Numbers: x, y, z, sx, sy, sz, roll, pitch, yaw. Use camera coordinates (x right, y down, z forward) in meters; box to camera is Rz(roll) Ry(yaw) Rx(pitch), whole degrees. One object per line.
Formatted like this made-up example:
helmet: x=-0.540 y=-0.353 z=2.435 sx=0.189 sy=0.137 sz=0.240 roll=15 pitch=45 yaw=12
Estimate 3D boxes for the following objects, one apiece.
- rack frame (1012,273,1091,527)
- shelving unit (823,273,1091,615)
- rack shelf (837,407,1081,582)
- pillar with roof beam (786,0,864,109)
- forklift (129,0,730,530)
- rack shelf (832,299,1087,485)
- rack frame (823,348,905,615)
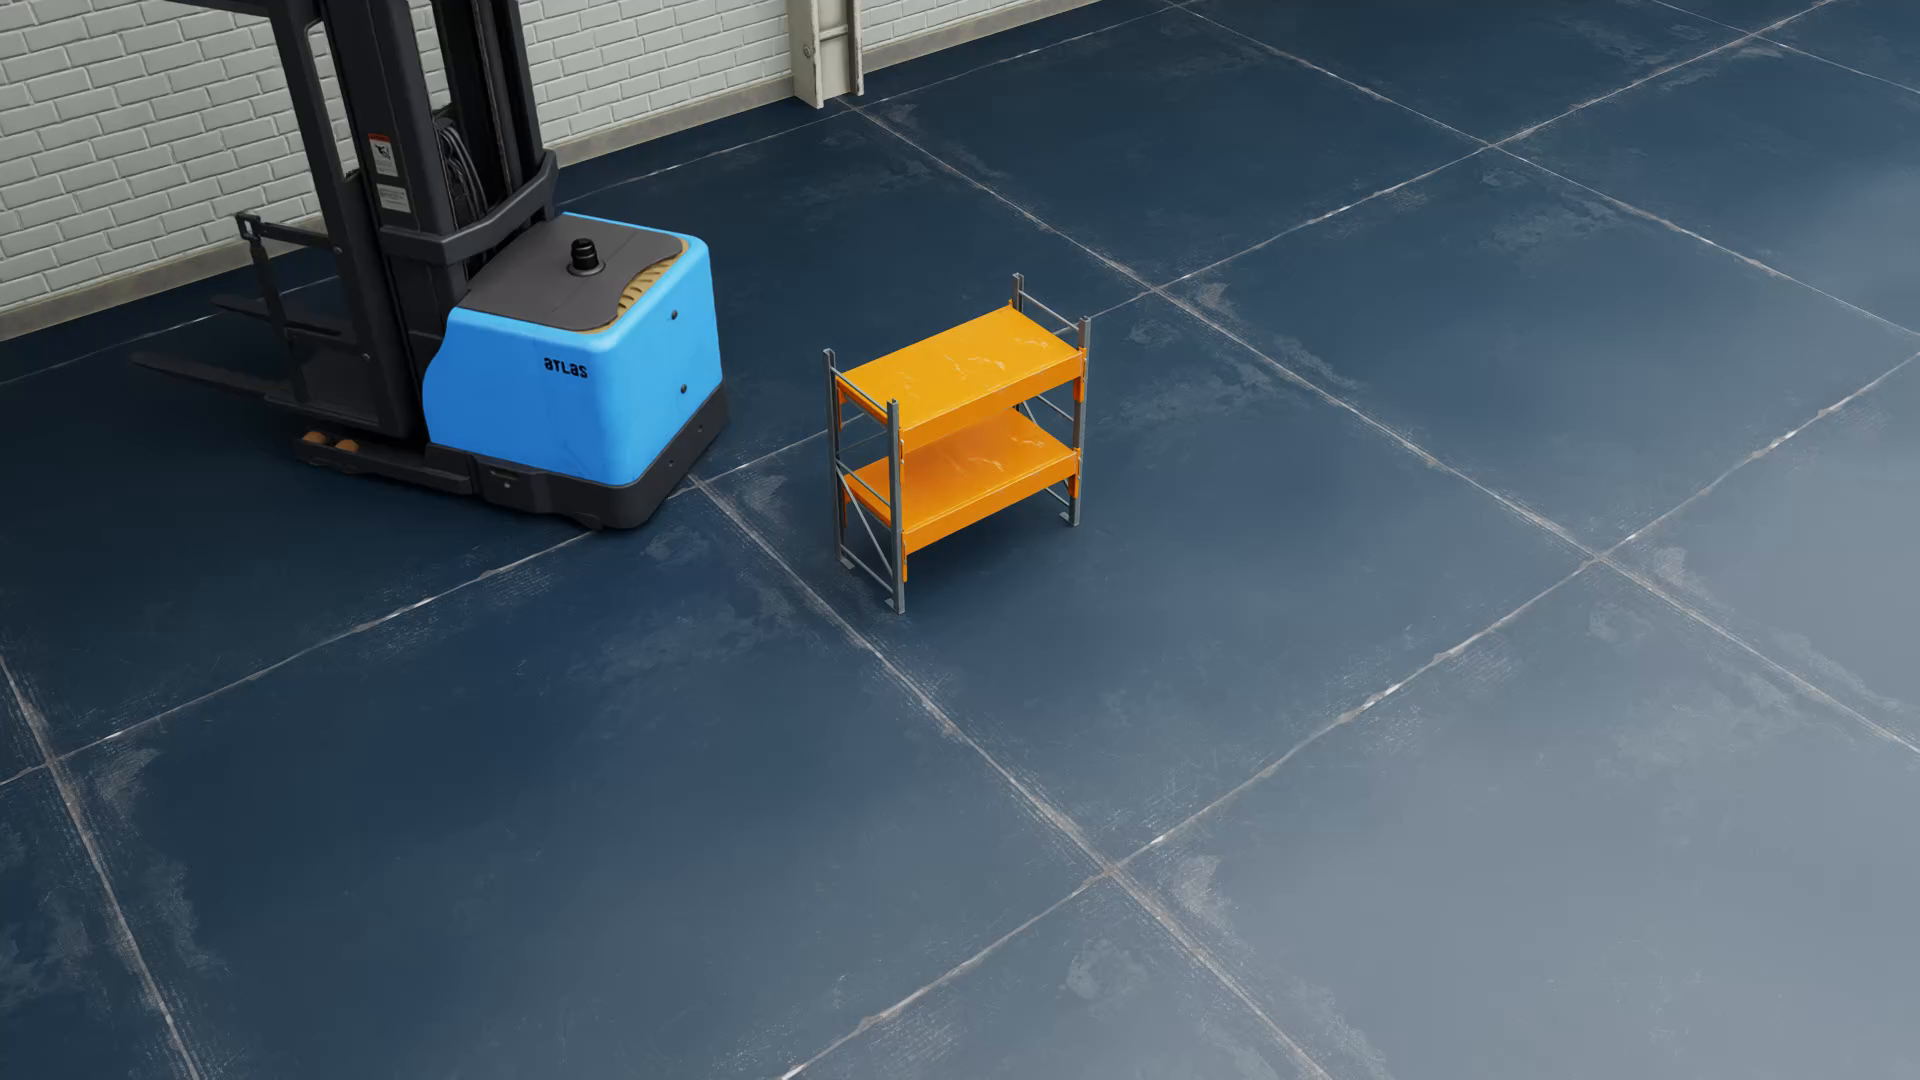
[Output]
rack frame: x=0.398 y=-0.629 z=7.630 sx=0.032 sy=1.125 sz=0.500 roll=-26 pitch=46 yaw=-28
shelving unit: x=-0.005 y=-0.432 z=7.390 sx=1.048 sy=1.125 sz=0.538 roll=-26 pitch=46 yaw=-28
rack shelf: x=-0.005 y=-0.243 z=7.545 sx=1.000 sy=0.278 sz=0.538 roll=-26 pitch=46 yaw=-28
pillar with roof beam: x=1.712 y=-4.406 z=6.026 sx=0.400 sy=9.000 sz=9.100 roll=-26 pitch=46 yaw=-28
forklift: x=-2.735 y=-1.756 z=7.580 sx=3.031 sy=2.935 sz=1.130 roll=13 pitch=41 yaw=16
rack shelf: x=-0.005 y=-0.659 z=7.204 sx=1.000 sy=0.278 sz=0.538 roll=-26 pitch=46 yaw=-28
rack frame: x=-0.408 y=-0.236 z=7.151 sx=0.032 sy=1.125 sz=0.500 roll=-26 pitch=46 yaw=-28
